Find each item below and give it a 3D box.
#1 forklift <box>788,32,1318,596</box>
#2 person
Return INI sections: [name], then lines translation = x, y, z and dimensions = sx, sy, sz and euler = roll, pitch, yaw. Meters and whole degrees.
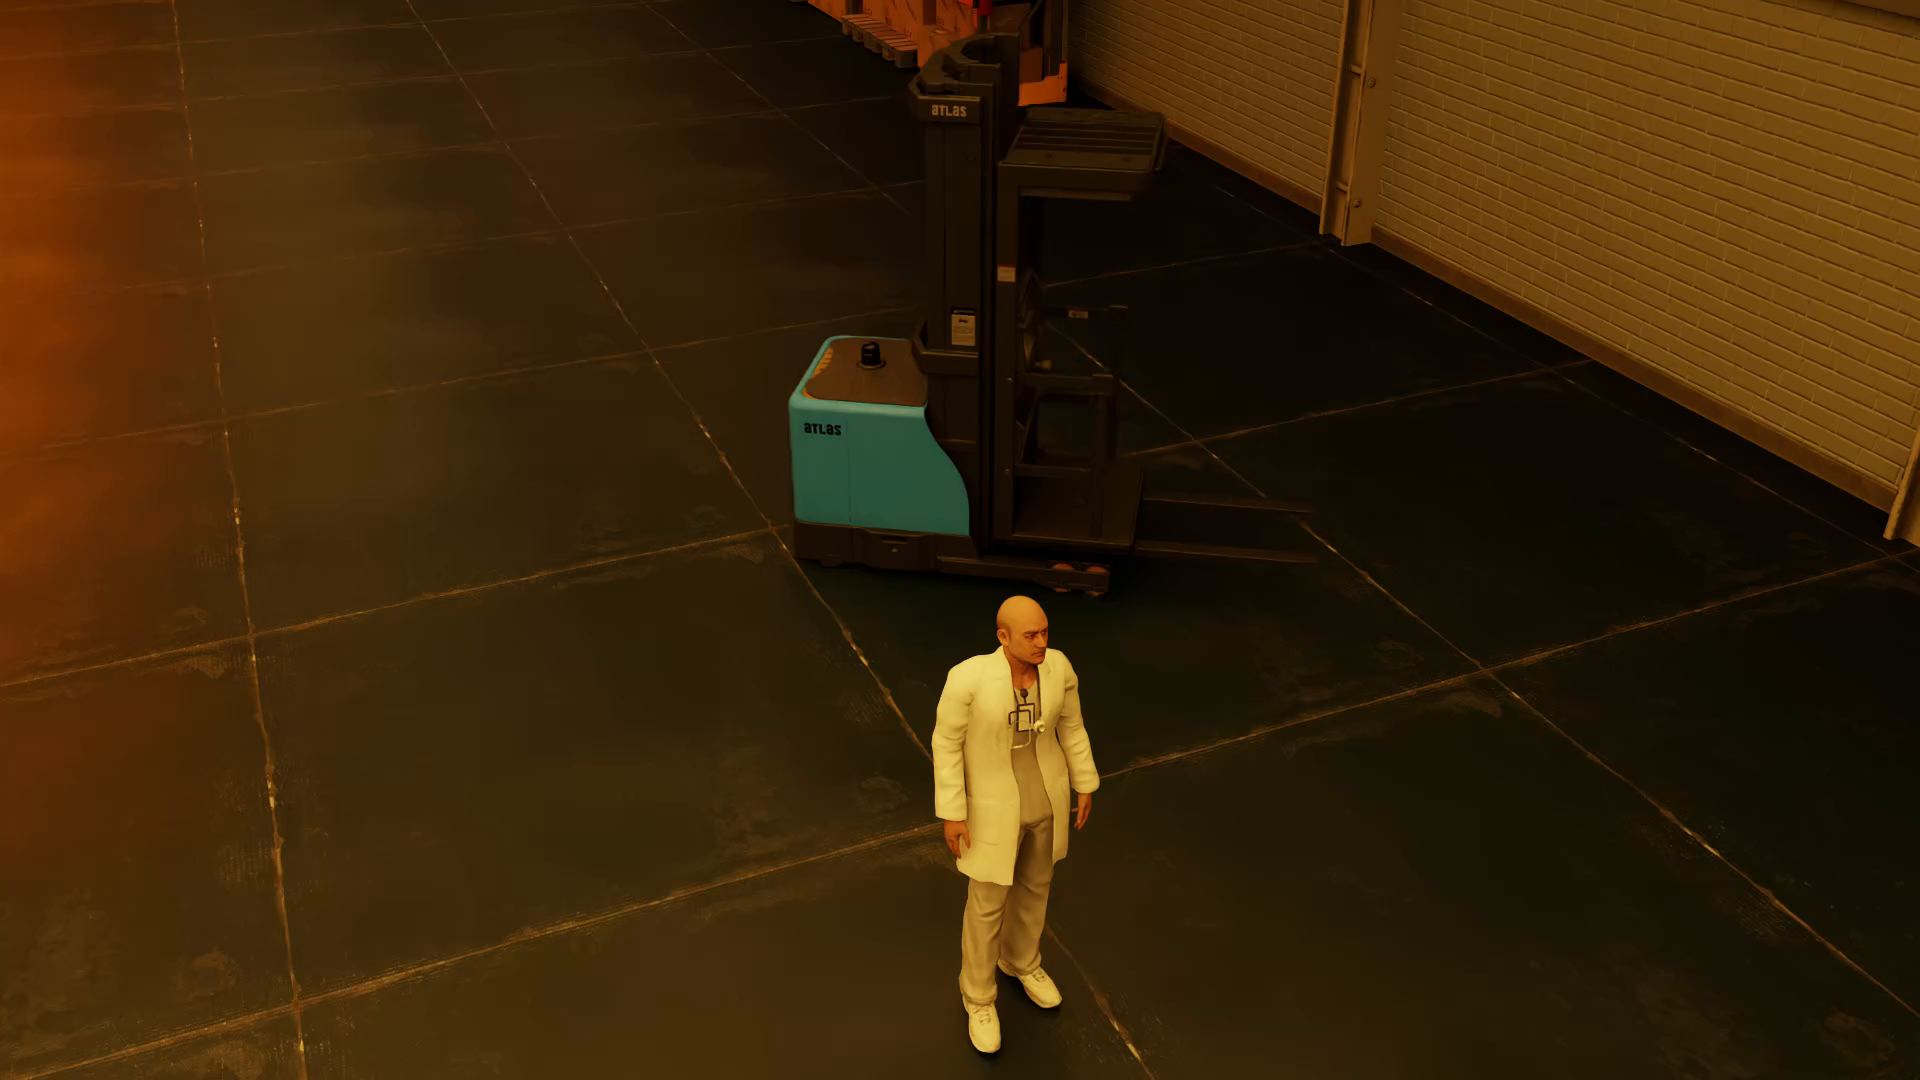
[forklift]
translation = 0.584, -1.239, 9.286
dimensions = 3.031, 2.935, 1.130
euler = 5, 30, 8
[person]
translation = 0.258, 1.070, 6.398
dimensions = 0.694, 1.775, 0.581
euler = -13, 32, -22
